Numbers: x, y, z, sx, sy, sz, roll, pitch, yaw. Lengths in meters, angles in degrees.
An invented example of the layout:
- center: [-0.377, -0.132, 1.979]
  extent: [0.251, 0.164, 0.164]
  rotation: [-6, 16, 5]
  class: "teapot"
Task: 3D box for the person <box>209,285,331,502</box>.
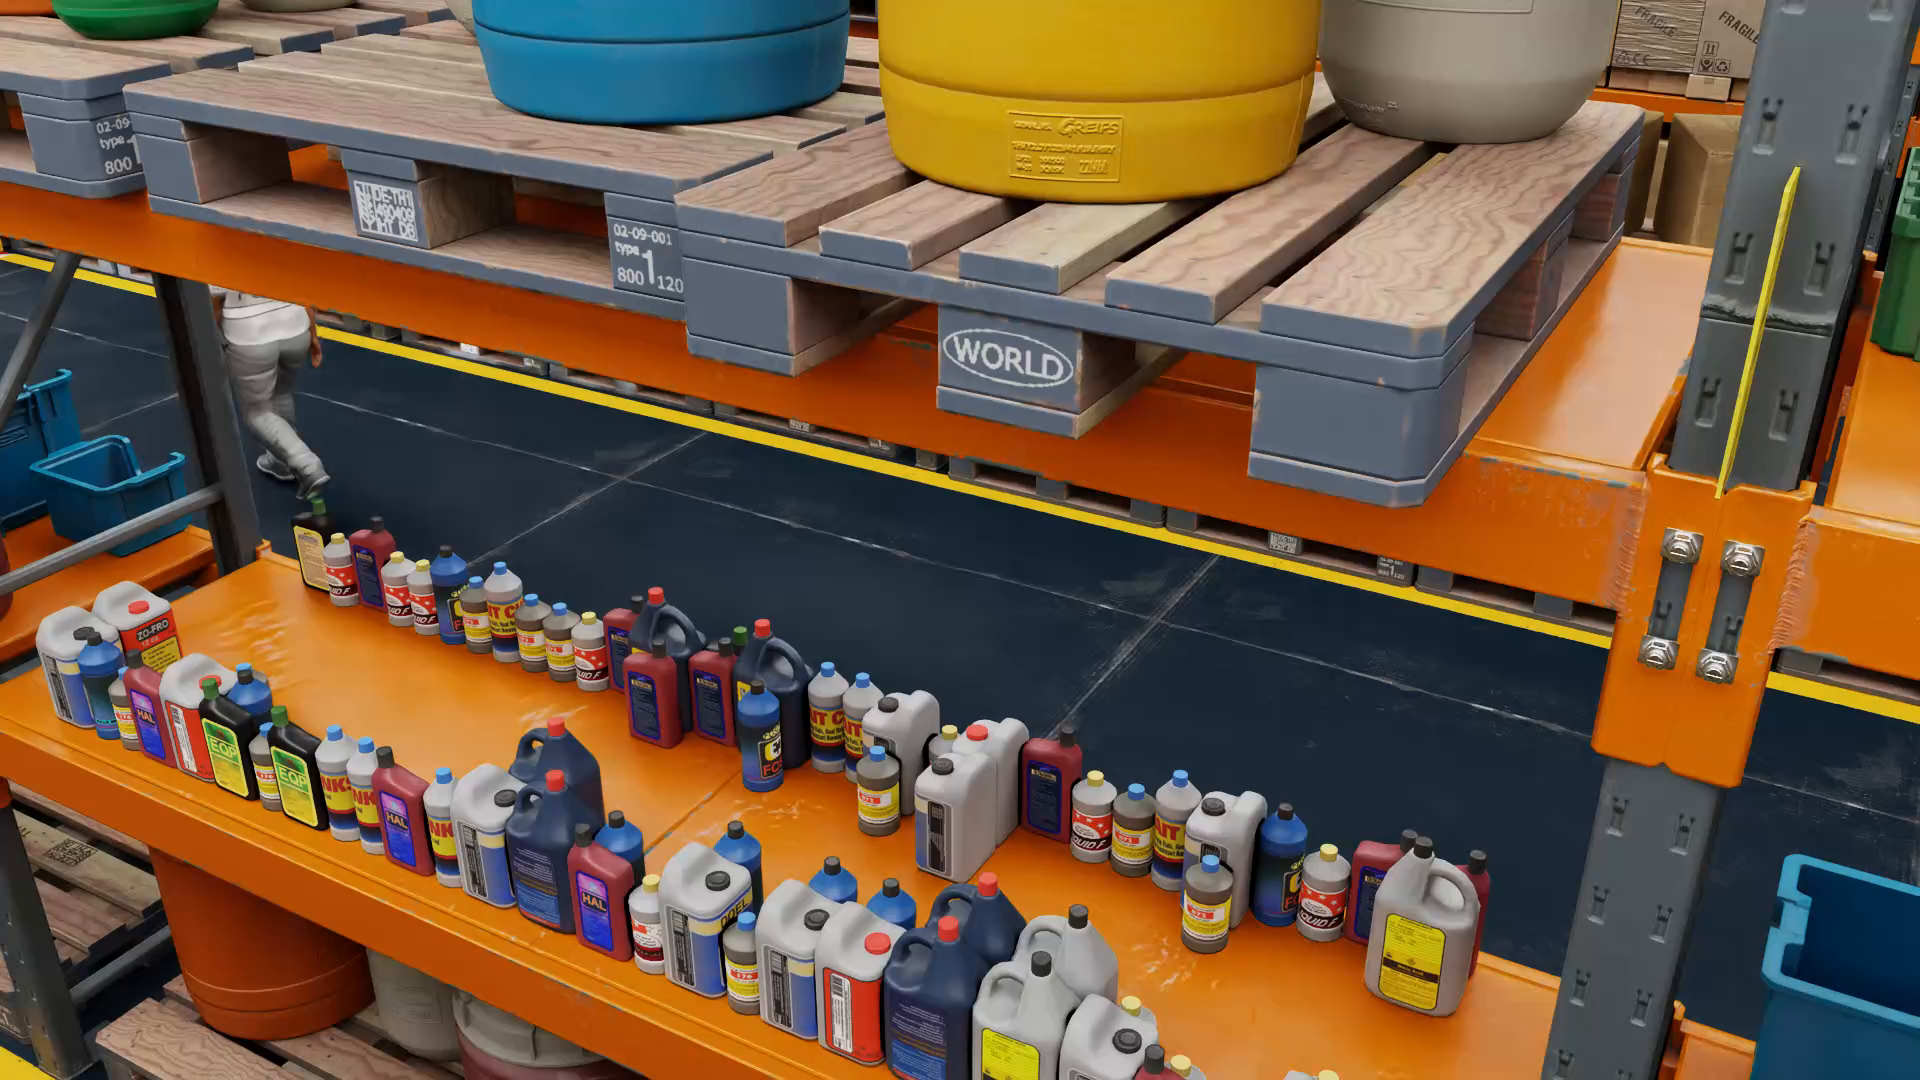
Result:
- center: [-3.357, -0.963, 8.014]
  extent: [0.890, 1.625, 0.490]
  rotation: [19, 32, 33]
  class: "person"
